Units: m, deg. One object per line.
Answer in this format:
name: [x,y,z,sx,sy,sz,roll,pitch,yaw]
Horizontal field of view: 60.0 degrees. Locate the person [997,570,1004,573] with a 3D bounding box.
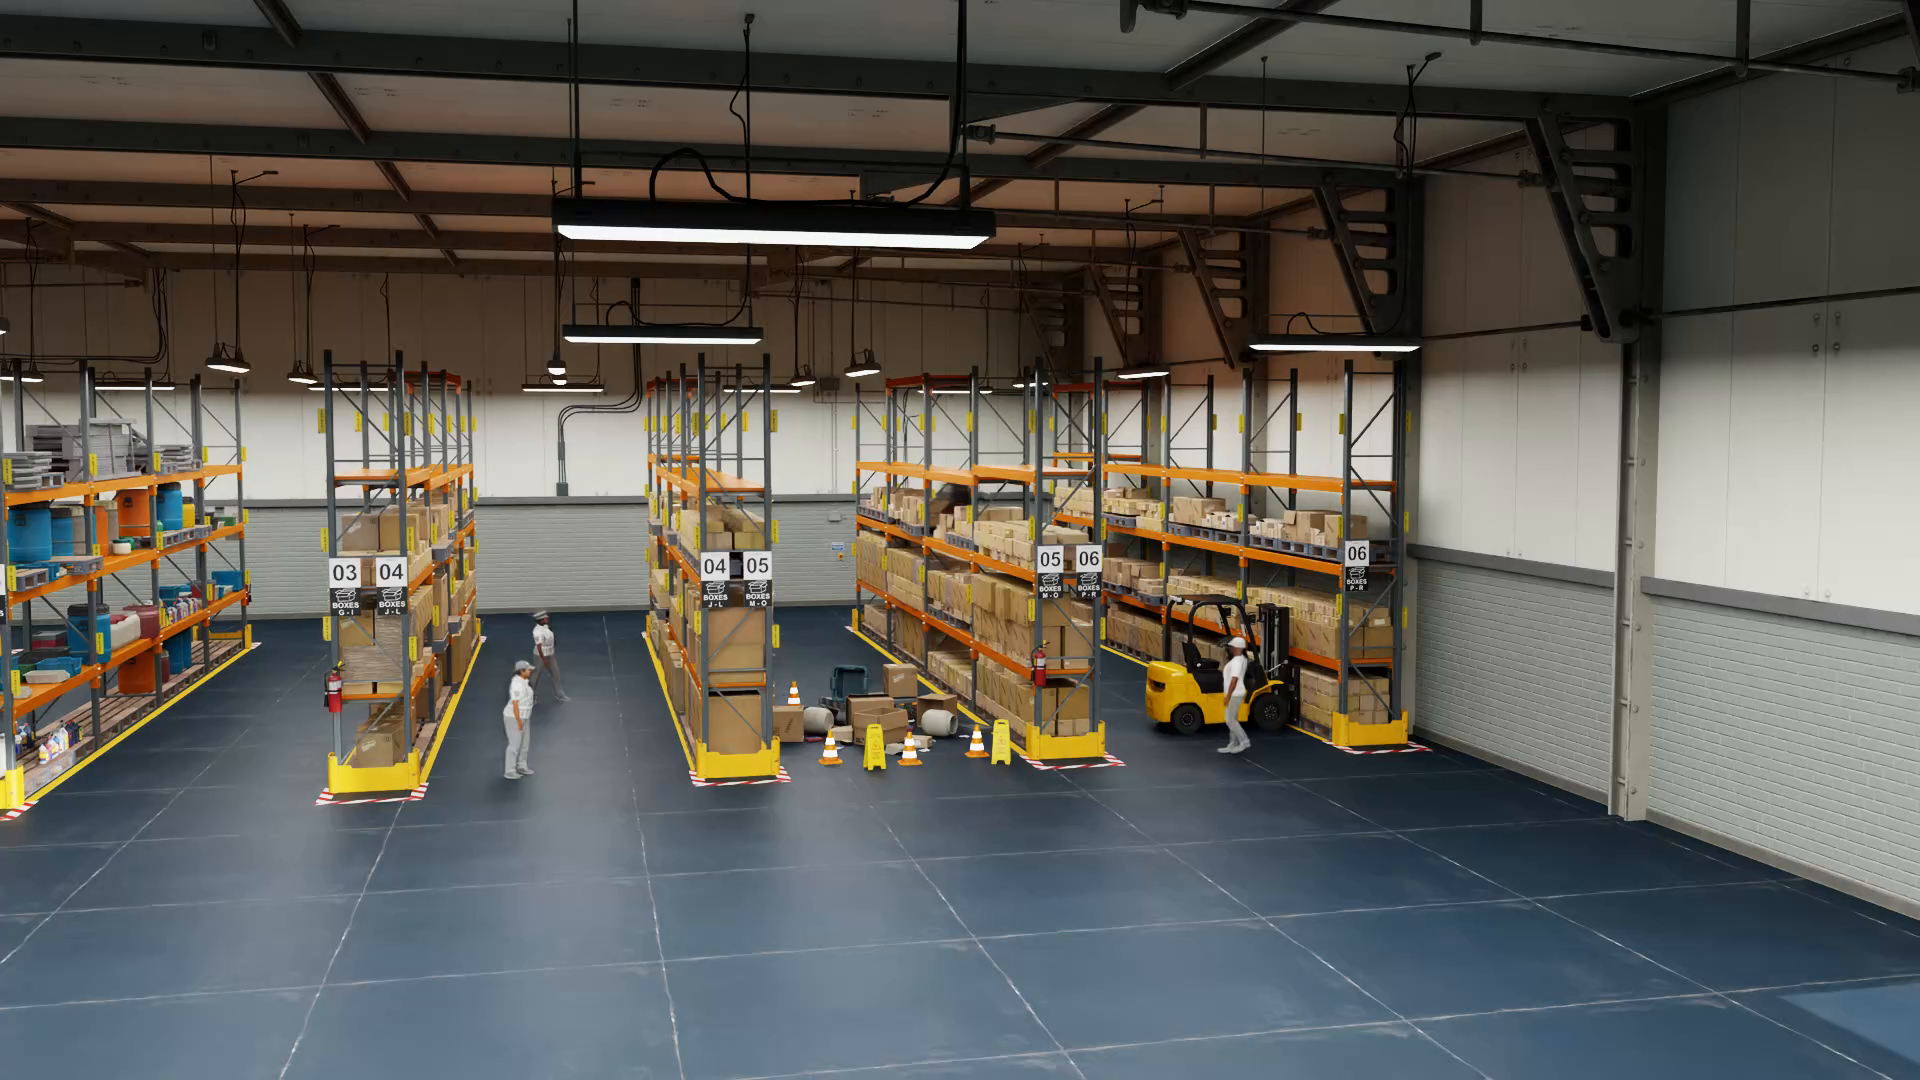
person: [0.934,1.509,37.261,0.365,1.788,0.646,-1,4,-18]

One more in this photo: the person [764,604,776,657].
person: [-4.207,1.635,35.699,0.448,1.760,0.599,-2,5,-28]

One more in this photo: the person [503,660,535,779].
person: [-6.250,2.538,23.626,0.452,1.673,0.572,0,4,1]

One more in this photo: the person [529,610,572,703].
person: [-7.422,2.091,29.894,0.599,1.684,0.676,2,4,25]

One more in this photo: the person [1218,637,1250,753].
person: [4.163,2.359,25.210,0.458,1.773,0.616,0,4,-3]
